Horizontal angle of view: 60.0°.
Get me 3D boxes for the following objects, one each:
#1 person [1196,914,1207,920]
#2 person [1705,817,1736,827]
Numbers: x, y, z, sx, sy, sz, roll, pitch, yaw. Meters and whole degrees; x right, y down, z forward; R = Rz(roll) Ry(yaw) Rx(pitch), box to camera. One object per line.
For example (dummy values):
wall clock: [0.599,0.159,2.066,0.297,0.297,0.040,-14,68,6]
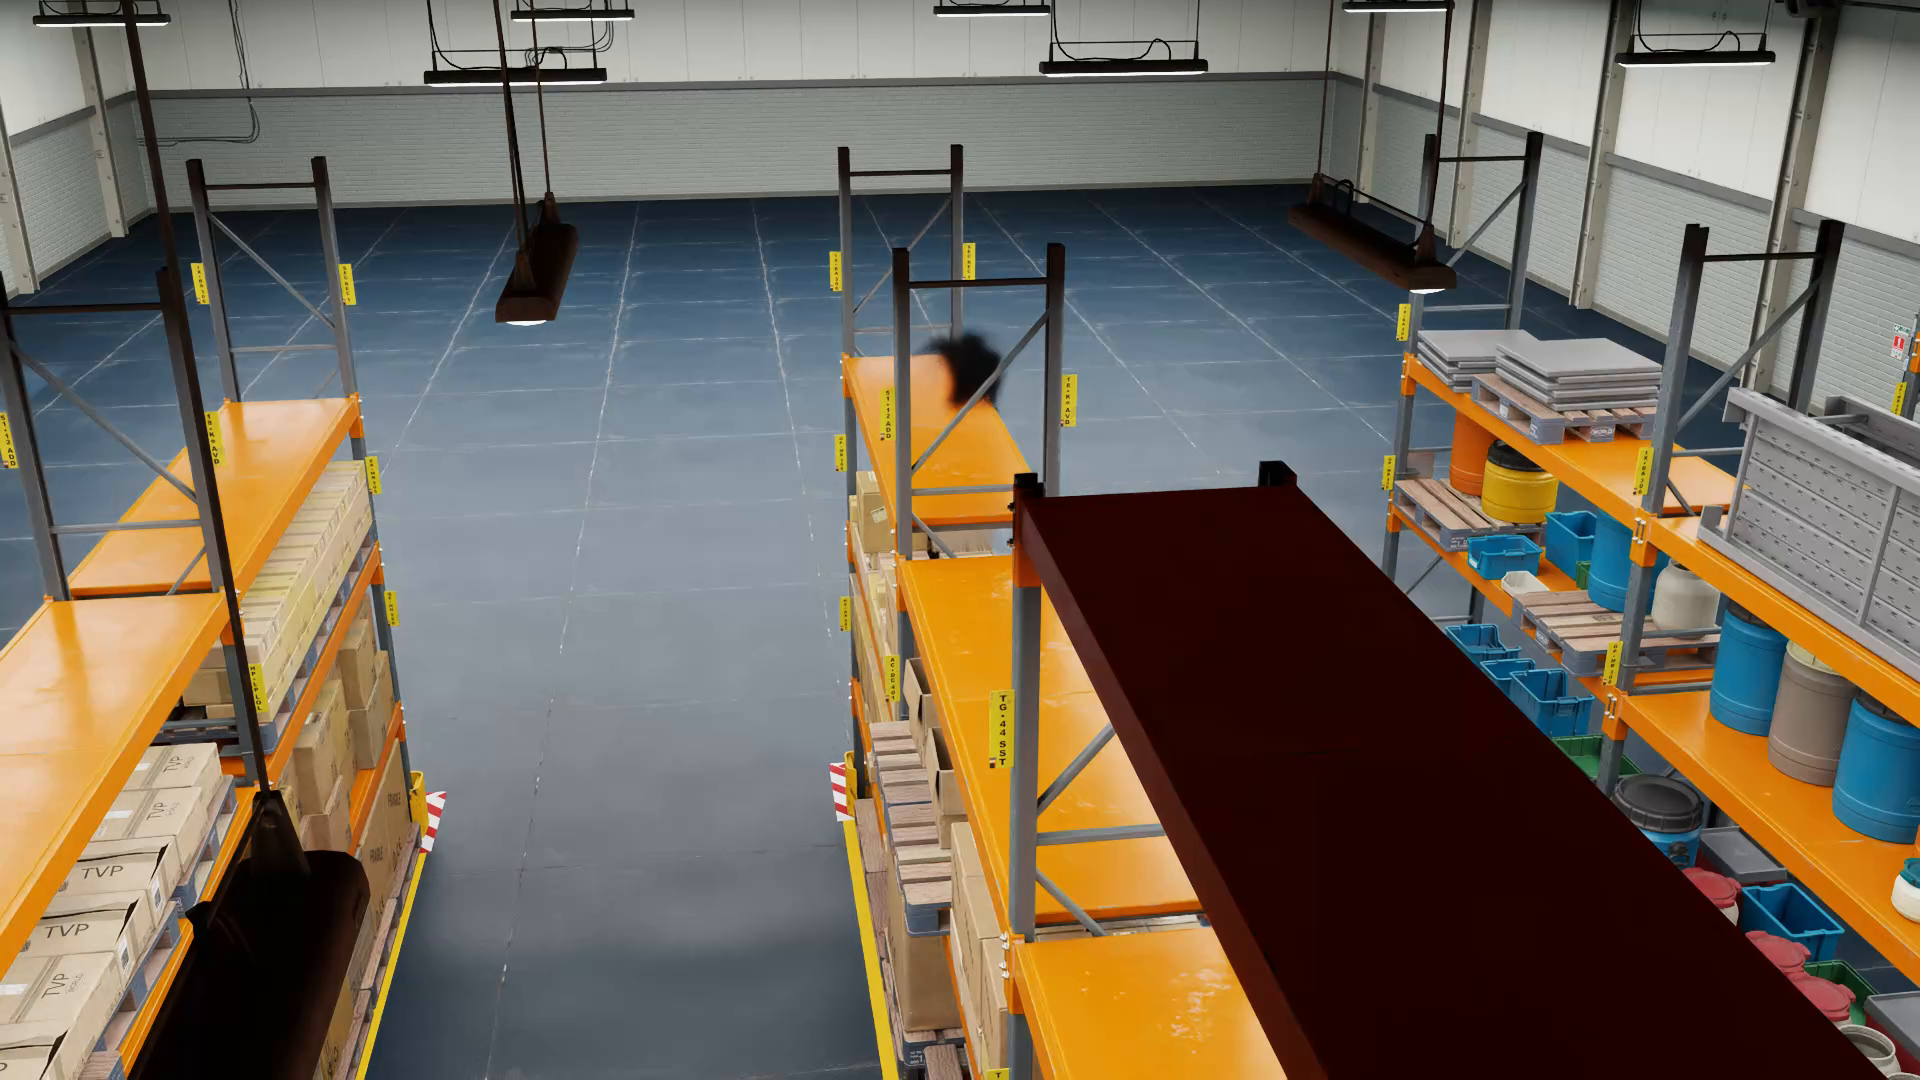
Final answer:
person: [1.481,2.926,11.933,0.674,1.735,0.676,-7,23,-18]
person: [6.978,1.993,14.461,0.504,1.594,0.871,-10,24,-24]
